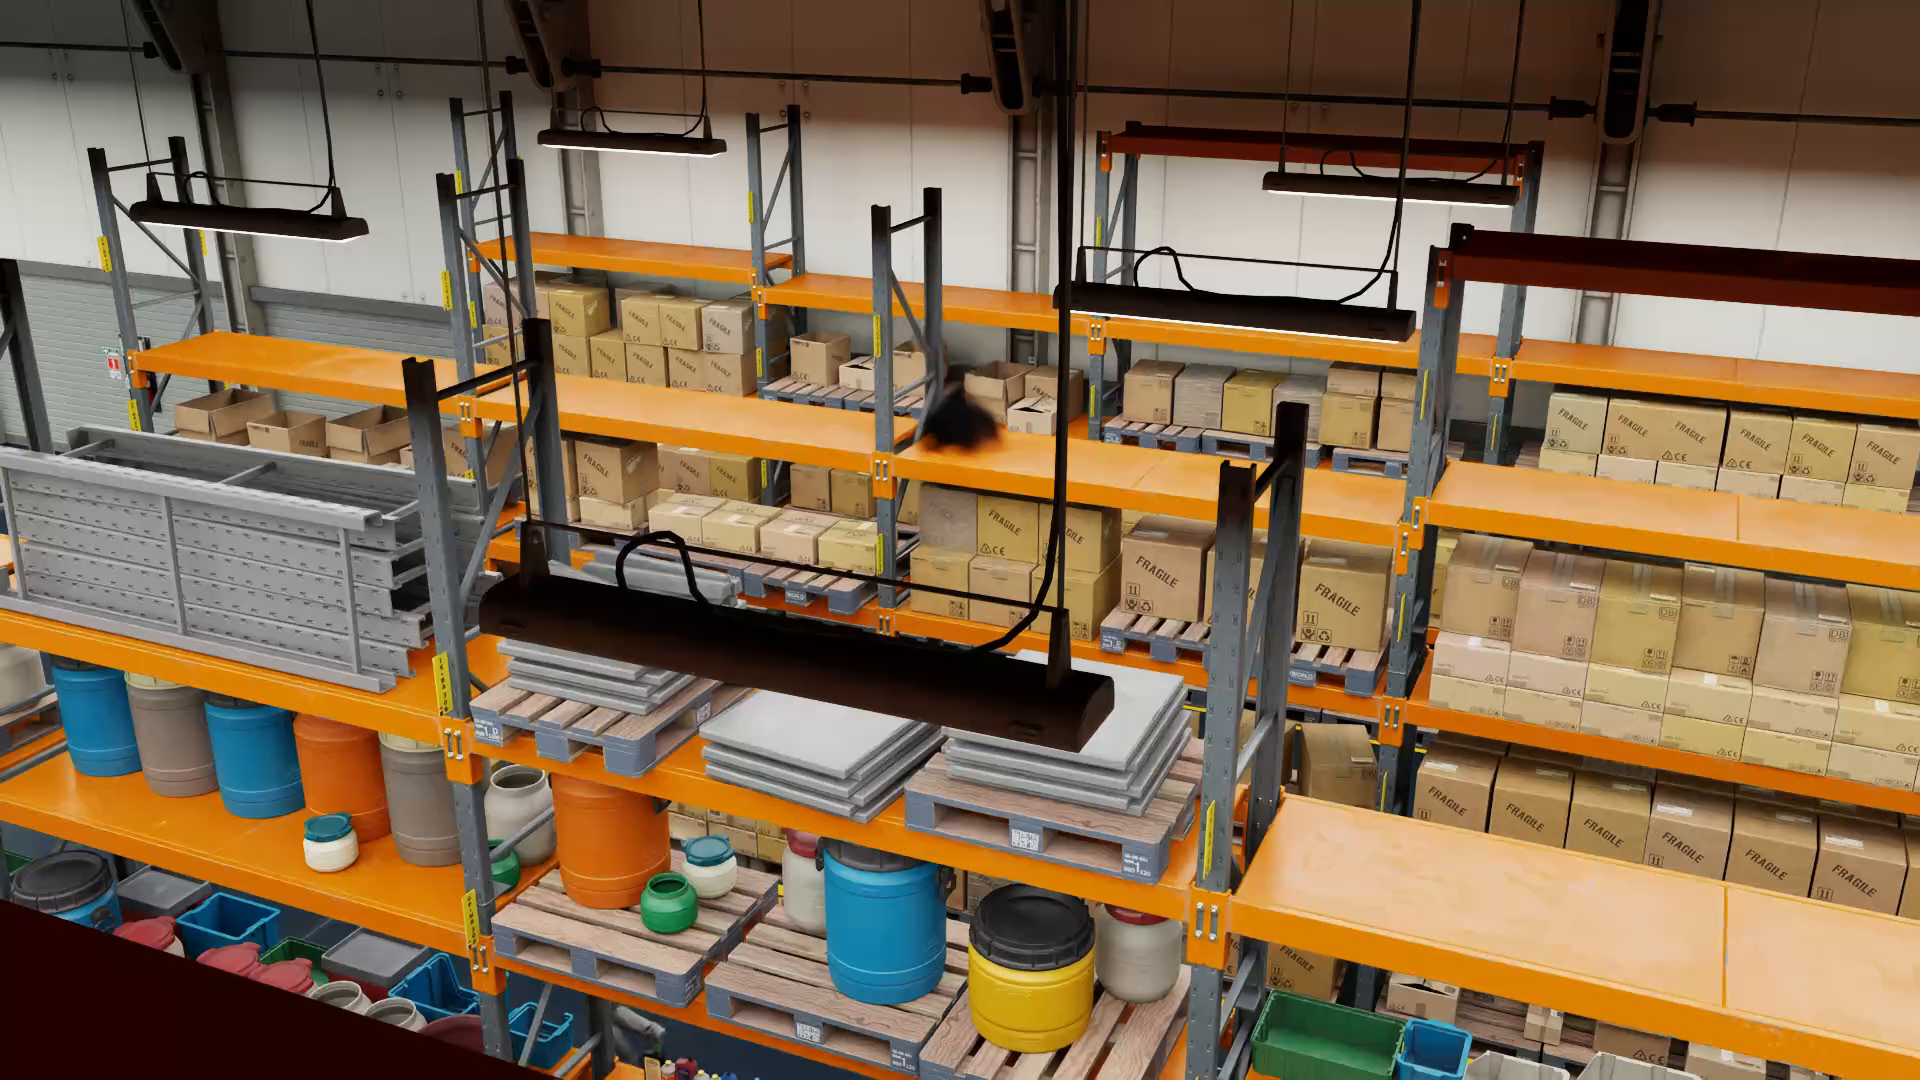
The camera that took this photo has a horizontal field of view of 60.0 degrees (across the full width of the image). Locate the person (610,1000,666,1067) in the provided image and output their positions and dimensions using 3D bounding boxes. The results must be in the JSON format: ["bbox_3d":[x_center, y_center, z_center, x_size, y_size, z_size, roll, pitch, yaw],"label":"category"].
[{"bbox_3d":[-2.491,3.135,11.944,0.695,1.696,0.691,2,21,6],"label":"person"}]
